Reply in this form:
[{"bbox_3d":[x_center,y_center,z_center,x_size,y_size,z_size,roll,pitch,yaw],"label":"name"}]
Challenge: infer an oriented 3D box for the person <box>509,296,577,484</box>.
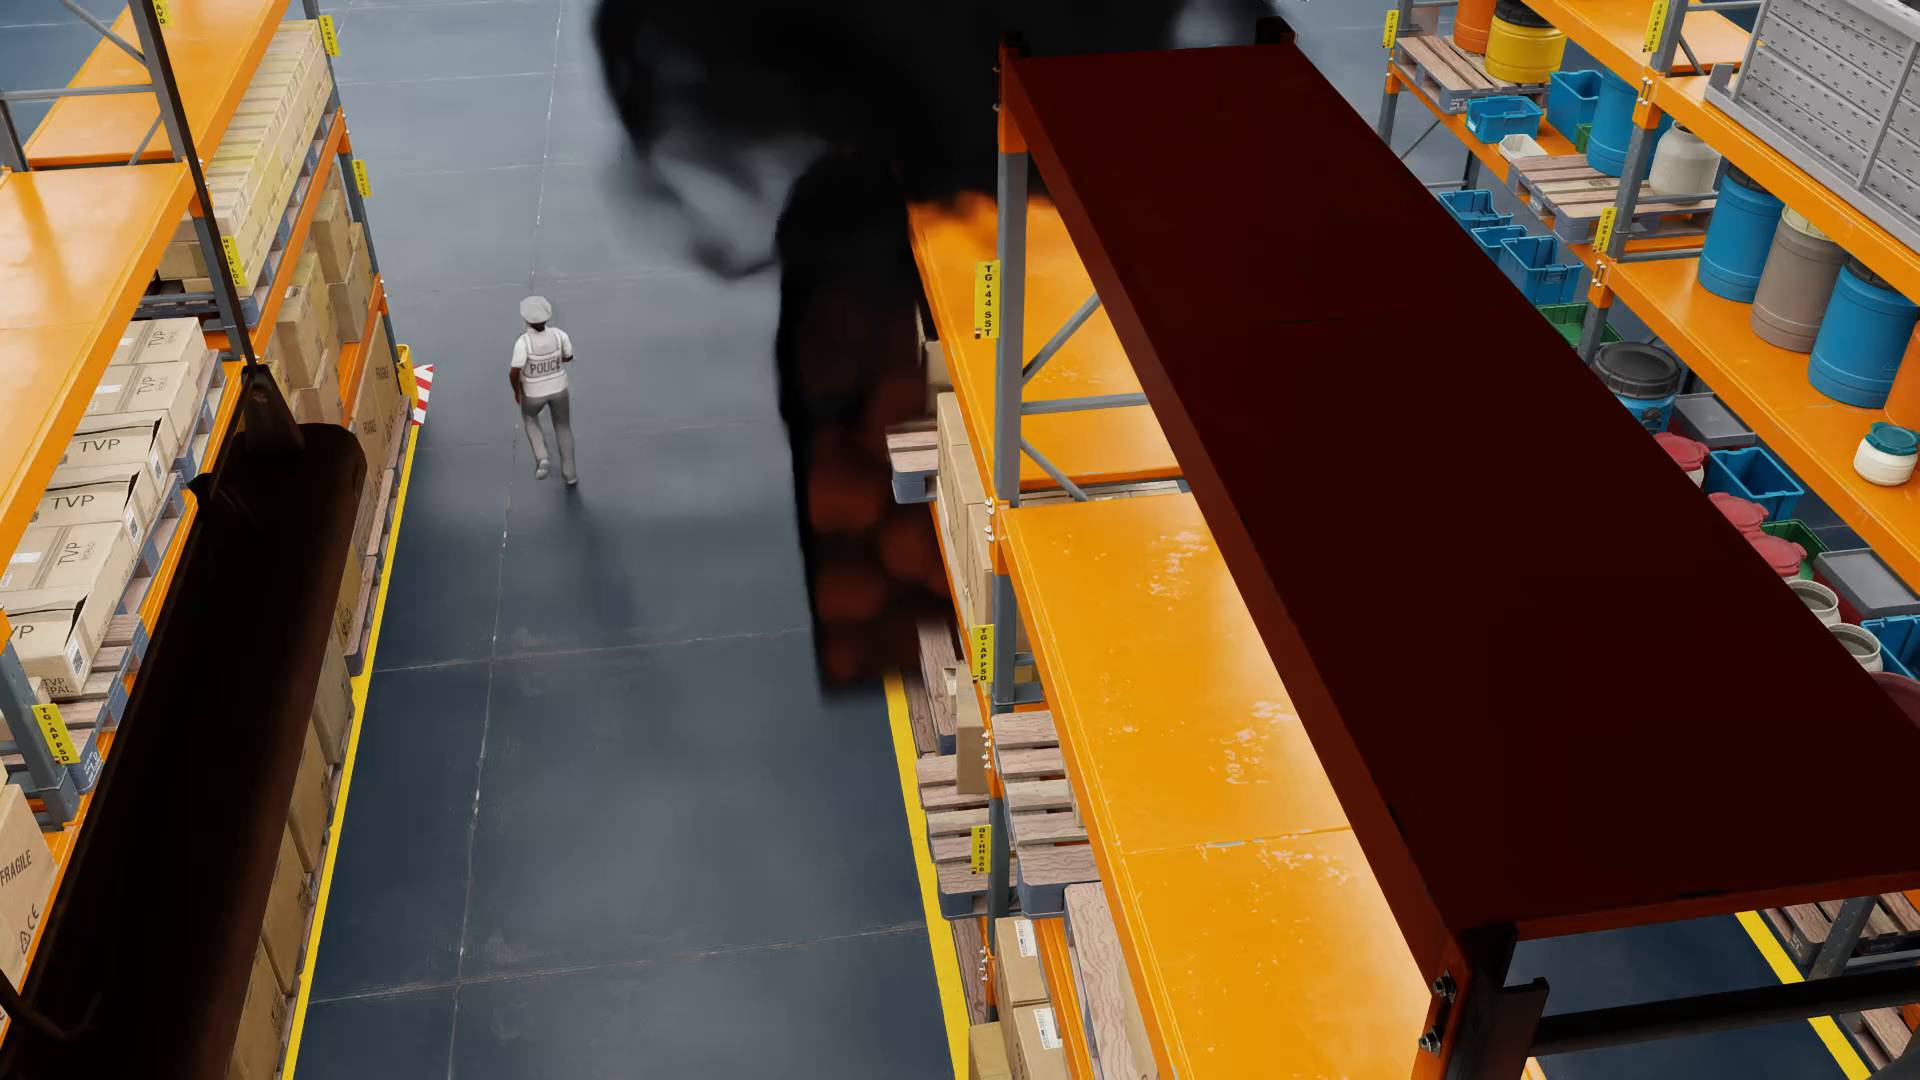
[{"bbox_3d":[-3.445,-1.268,13.758,0.542,1.682,0.629,-17,40,-22],"label":"person"}]
